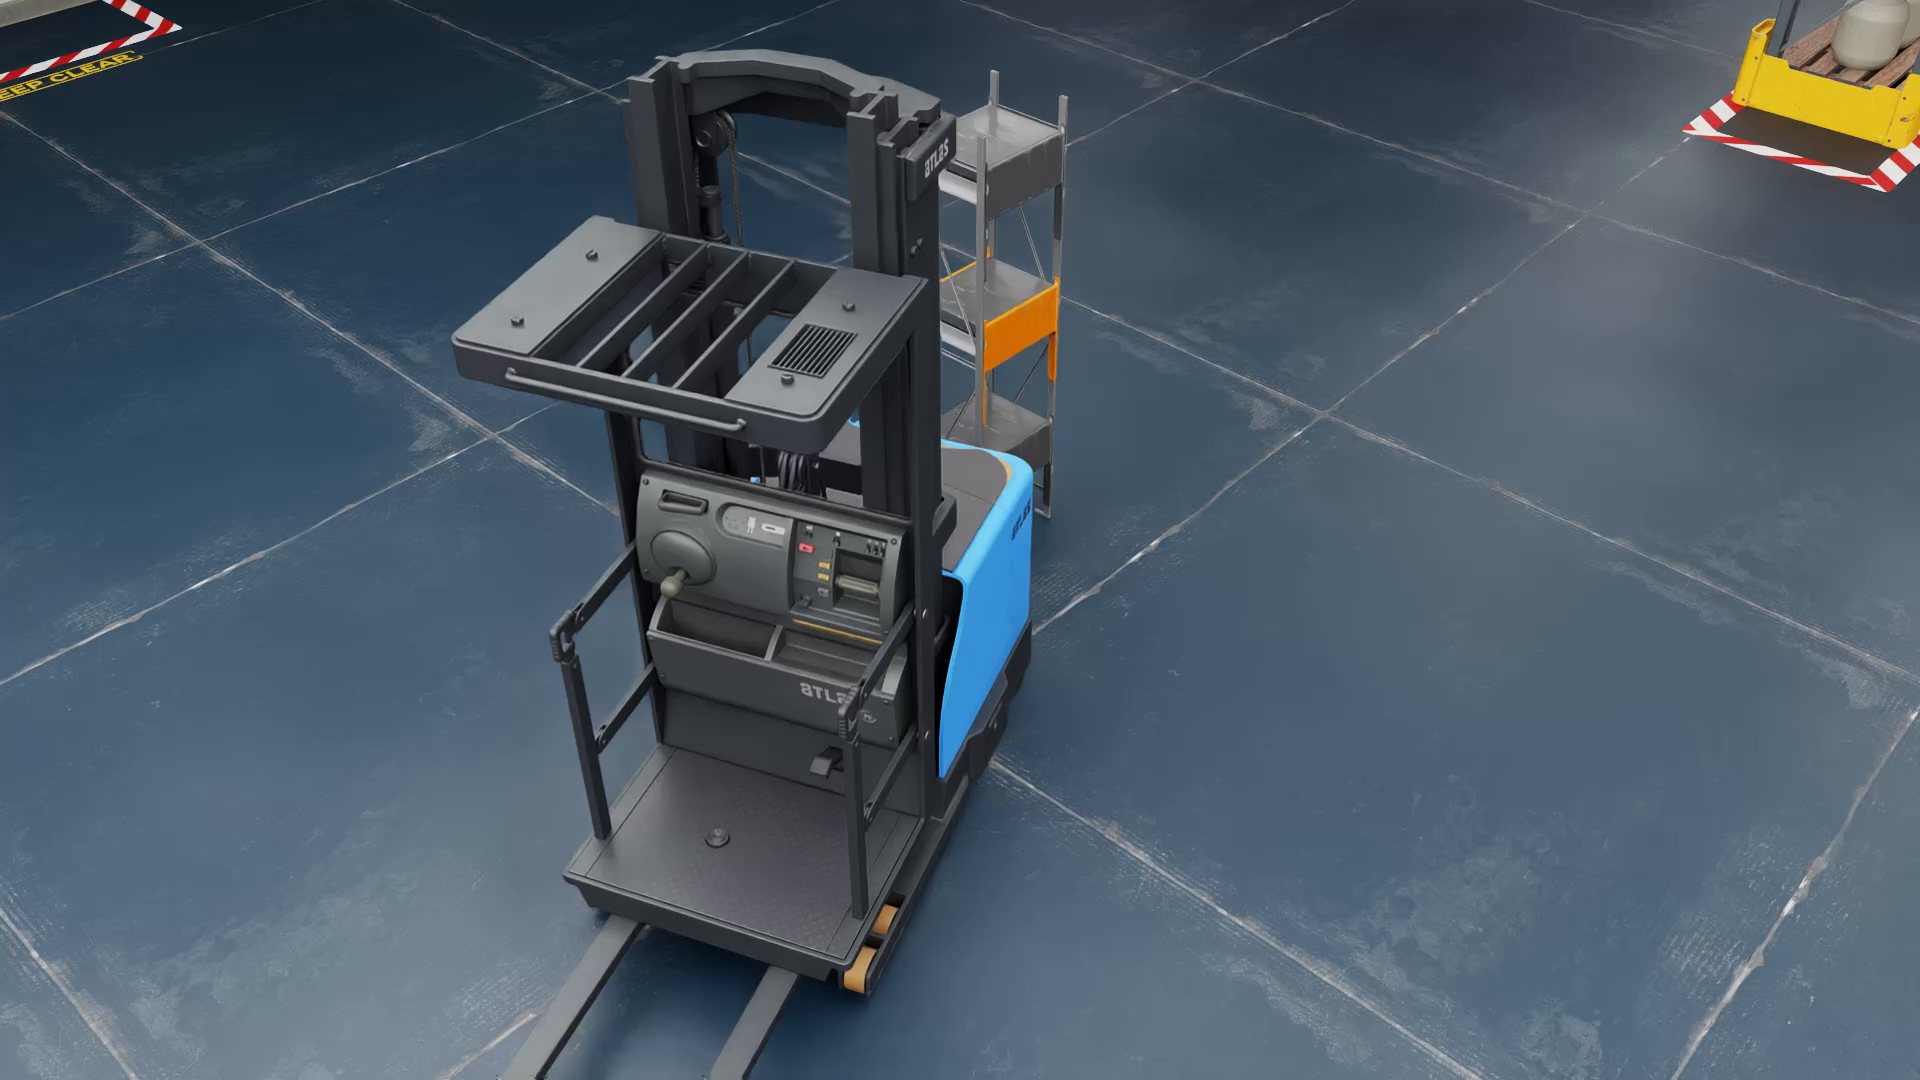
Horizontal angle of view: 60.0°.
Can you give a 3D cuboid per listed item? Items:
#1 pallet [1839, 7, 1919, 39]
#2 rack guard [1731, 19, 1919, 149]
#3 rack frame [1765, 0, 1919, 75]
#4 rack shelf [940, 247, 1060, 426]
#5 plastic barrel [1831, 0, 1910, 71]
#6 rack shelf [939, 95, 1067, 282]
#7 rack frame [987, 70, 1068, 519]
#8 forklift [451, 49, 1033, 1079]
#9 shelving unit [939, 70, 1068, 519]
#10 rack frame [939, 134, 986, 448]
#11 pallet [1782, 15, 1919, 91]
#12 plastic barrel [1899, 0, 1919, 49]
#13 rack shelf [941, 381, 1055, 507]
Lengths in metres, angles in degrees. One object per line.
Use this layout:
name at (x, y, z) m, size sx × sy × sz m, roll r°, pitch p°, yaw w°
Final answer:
pallet at (7.281, -3.906, 12.493) m, size 1.003 × 0.211 × 1.213 m, roll 30°, pitch 47°, yaw 32°
rack guard at (5.906, -3.091, 11.235) m, size 1.175 × 0.500 × 0.348 m, roll 30°, pitch 47°, yaw 32°
rack frame at (5.889, -4.014, 10.388) m, size 1.000 × 3.000 × 0.127 m, roll 30°, pitch 47°, yaw 32°
rack shelf at (0.112, -0.887, 7.201) m, size 0.431 × 0.518 × 0.480 m, roll 30°, pitch 47°, yaw 32°
plastic barrel at (6.277, -3.539, 11.452) m, size 0.421 × 0.512 × 0.421 m, roll 0°, pitch 38°, yaw 0°
rack shelf at (0.112, -1.435, 6.765) m, size 0.431 × 0.518 × 0.480 m, roll 30°, pitch 47°, yaw 32°
rack frame at (0.276, -1.010, 7.333) m, size 0.400 × 2.100 × 0.015 m, roll 30°, pitch 47°, yaw 32°
forklift at (-0.701, 0.127, 5.235) m, size 1.130 × 2.935 × 3.031 m, roll 13°, pitch 40°, yaw 16°
shelving unit at (0.112, -0.898, 7.192) m, size 0.431 × 2.100 × 0.503 m, roll 30°, pitch 47°, yaw 32°
rack frame at (-0.053, -0.786, 7.051) m, size 0.400 × 2.100 × 0.015 m, roll 30°, pitch 47°, yaw 32°
pallet at (6.458, -3.349, 11.791) m, size 1.003 × 0.211 × 1.213 m, roll 30°, pitch 47°, yaw 32°
plastic barrel at (6.615, -3.770, 11.742) m, size 0.421 × 0.512 × 0.421 m, roll 0°, pitch 38°, yaw 0°
rack shelf at (0.112, -0.339, 7.636) m, size 0.431 × 0.518 × 0.480 m, roll 30°, pitch 47°, yaw 32°
